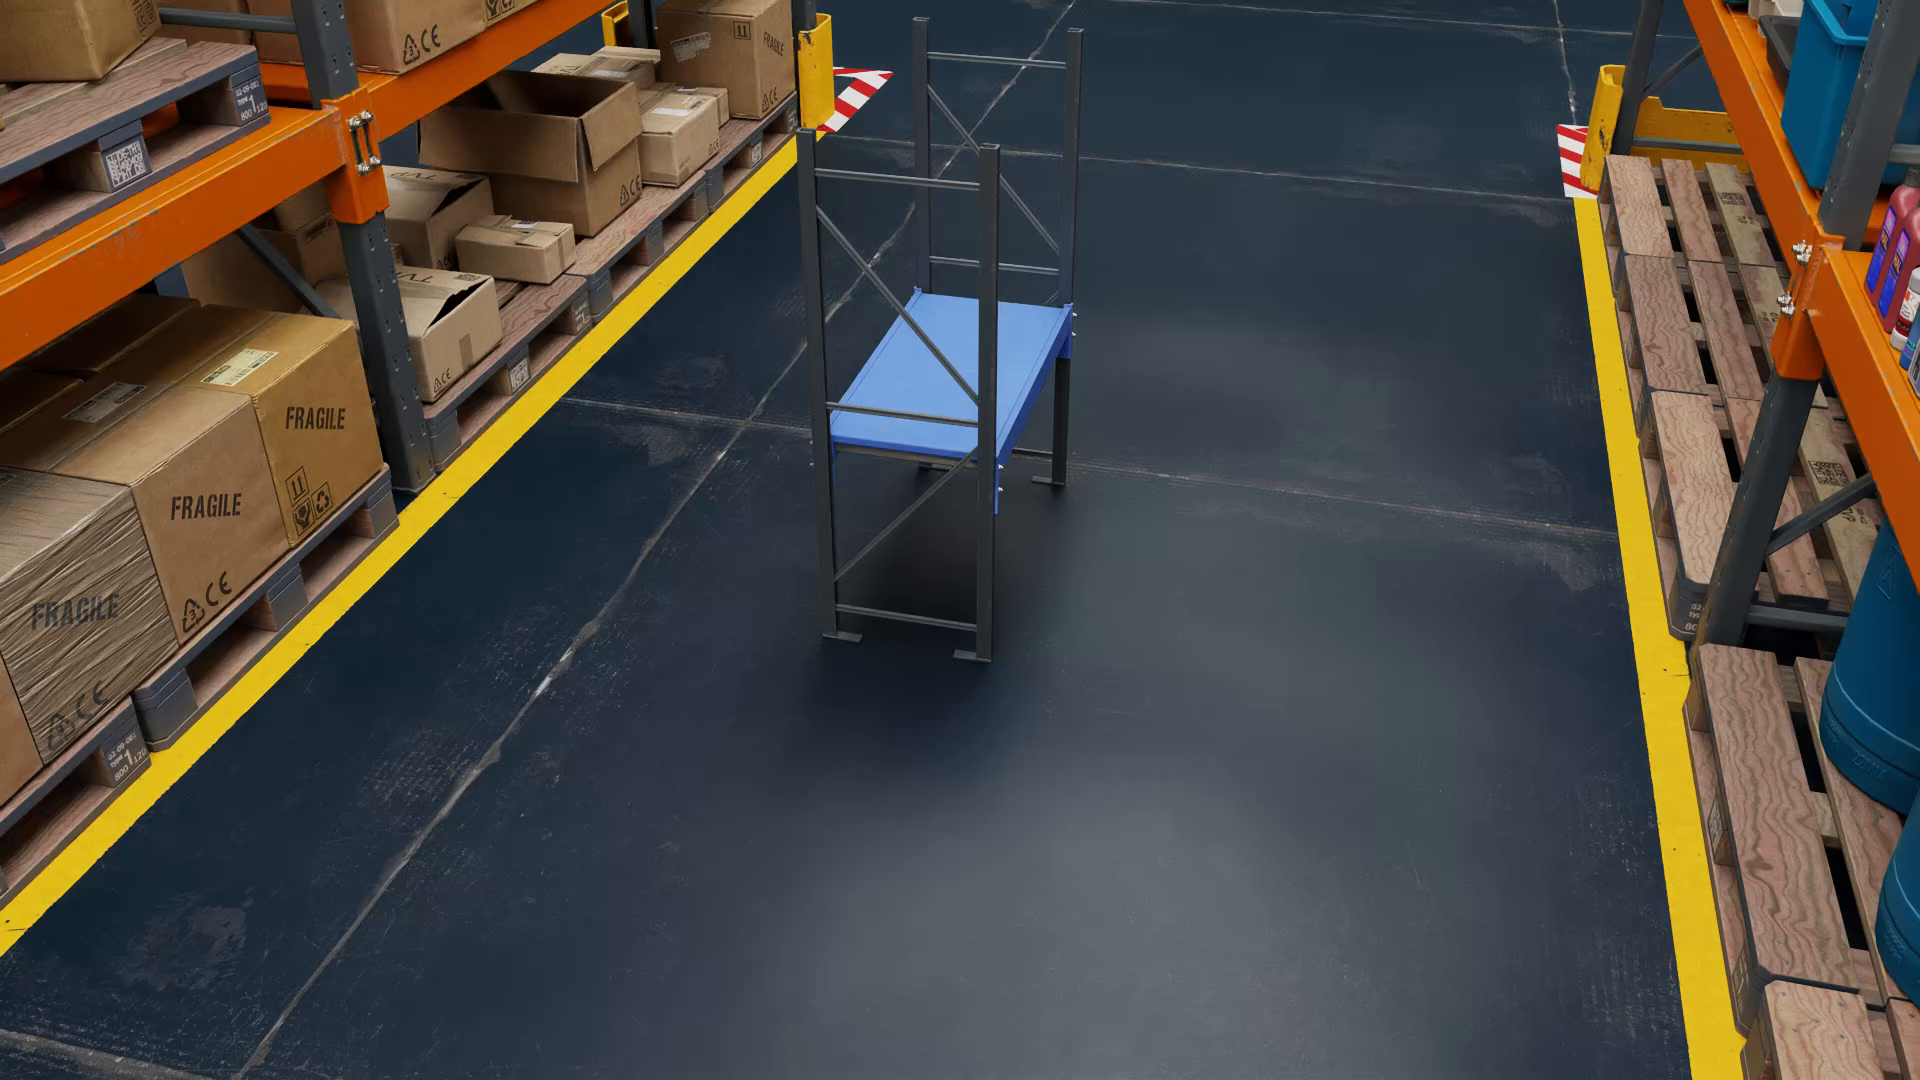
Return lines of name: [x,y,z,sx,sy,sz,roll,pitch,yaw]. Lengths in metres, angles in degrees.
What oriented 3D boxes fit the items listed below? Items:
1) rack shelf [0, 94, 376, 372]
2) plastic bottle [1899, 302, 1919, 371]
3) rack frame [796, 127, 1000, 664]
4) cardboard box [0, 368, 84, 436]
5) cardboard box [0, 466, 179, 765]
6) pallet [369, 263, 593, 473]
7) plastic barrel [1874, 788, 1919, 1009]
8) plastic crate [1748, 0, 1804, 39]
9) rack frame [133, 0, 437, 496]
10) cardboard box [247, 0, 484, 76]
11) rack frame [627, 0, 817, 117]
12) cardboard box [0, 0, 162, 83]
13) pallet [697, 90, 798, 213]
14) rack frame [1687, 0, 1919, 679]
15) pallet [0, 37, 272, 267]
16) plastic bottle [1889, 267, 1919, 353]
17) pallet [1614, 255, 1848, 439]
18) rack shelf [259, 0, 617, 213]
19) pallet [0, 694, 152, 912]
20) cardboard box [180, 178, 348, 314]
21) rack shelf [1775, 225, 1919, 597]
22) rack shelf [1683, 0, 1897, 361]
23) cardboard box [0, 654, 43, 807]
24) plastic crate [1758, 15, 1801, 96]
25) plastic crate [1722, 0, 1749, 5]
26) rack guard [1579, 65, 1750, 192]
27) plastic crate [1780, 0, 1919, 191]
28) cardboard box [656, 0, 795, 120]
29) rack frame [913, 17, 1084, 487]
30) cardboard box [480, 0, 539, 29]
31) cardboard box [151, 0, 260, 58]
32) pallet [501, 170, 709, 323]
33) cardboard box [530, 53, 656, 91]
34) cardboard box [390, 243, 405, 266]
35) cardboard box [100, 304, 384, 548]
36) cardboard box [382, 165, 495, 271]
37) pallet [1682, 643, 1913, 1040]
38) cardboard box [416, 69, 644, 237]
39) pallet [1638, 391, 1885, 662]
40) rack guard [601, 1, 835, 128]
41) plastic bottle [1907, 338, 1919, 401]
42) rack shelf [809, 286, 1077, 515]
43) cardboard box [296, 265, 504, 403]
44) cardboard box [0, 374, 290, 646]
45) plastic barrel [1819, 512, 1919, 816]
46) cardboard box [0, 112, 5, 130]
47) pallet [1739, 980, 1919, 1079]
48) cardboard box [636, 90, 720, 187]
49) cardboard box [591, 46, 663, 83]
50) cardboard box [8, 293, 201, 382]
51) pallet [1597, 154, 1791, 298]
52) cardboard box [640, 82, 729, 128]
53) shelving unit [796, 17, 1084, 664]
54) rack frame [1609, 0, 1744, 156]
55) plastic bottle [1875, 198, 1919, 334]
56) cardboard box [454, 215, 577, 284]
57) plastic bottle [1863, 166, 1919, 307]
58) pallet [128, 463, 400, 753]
rack shelf: [-2.761,-0.169,3.391,1.077,0.370,4.000,8,33,12]
plastic bottle: [1.961,-0.466,3.307,0.097,0.271,0.097,0,32,0]
rack frame: [-0.151,-0.325,4.363,0.500,1.500,0.032,8,33,12]
cardboard box: [-2.737,-0.145,4.603,0.500,0.500,0.500,8,33,13]
cardboard box: [-2.363,0.169,4.108,0.500,0.500,0.500,8,33,13]
pallet: [-2.078,-0.690,6.139,1.003,0.211,1.213,8,33,12]
plastic barrel: [2.203,0.521,3.198,0.600,0.901,0.708,8,33,12]
plastic crate: [2.688,-1.693,5.307,0.293,0.136,0.466,8,33,12]
rack frame: [-2.254,-1.511,4.830,1.000,3.000,0.127,8,33,12]
cardboard box: [-1.861,-1.780,5.161,0.500,0.500,0.500,9,34,14]
rack frame: [-1.238,-3.586,8.096,1.000,3.000,0.127,8,33,12]
cardboard box: [-2.590,-1.515,4.352,0.700,0.500,0.500,-3,33,-4]
pallet: [-1.459,-1.956,8.131,1.003,0.211,1.213,8,33,12]
rack frame: [2.537,-0.834,3.767,1.000,3.000,0.127,8,33,12]
pallet: [-2.562,-1.030,4.253,1.003,0.211,1.213,8,33,12]
plastic bottle: [1.986,-0.487,3.405,0.097,0.201,0.097,0,32,0]
pallet: [2.993,-0.680,6.122,1.003,0.211,1.213,8,33,12]
rack shelf: [-1.746,-2.245,6.656,1.077,0.370,4.000,8,33,12]
pallet: [-2.731,0.728,3.907,1.003,0.211,1.213,8,33,12]
cardboard box: [-2.383,-0.976,5.909,0.500,0.500,0.500,8,33,12]
rack shelf: [2.029,0.507,2.327,1.077,0.370,4.000,8,33,12]
rack shelf: [3.044,-1.569,5.592,1.077,0.370,4.000,8,33,12]
cardboard box: [-2.490,0.433,3.692,0.500,0.500,0.500,7,33,11]
plastic crate: [2.561,-1.361,4.795,0.437,0.125,0.590,8,33,12]
plastic crate: [2.760,-1.942,5.610,0.416,0.233,0.300,8,33,12]
rack guard: [3.545,-1.869,7.725,1.175,0.500,0.348,8,33,12]
plastic crate: [2.325,-1.142,4.209,0.392,0.384,0.575,8,33,12]
cardboard box: [-1.138,-2.401,8.152,0.500,0.500,0.500,8,33,12]
rack frame: [0.107,-0.852,5.193,0.500,1.500,0.032,8,33,12]
cardboard box: [-1.734,-2.046,5.580,0.500,0.500,0.500,9,33,13]
cardboard box: [-2.375,-1.847,5.267,0.500,0.500,0.500,9,33,13]
pallet: [-1.771,-1.325,7.138,1.003,0.211,1.213,8,33,12]
cardboard box: [-1.778,-2.109,7.924,0.500,0.250,0.500,8,33,12]
cardboard box: [-2.346,-1.030,6.322,0.380,0.149,0.250,8,33,12]
cardboard box: [-2.102,-0.346,4.919,0.500,0.500,0.500,8,33,12]
cardboard box: [-2.193,-1.285,6.572,0.500,0.311,0.500,8,33,12]
pallet: [2.301,0.737,3.894,1.003,0.211,1.213,8,33,12]
cardboard box: [-1.782,-1.618,6.917,0.797,0.503,0.637,8,33,12]
pallet: [2.686,-0.044,5.123,1.003,0.211,1.213,8,33,12]
rack guard: [-1.258,-2.492,8.704,1.175,0.500,0.348,8,33,12]
plastic bottle: [1.958,-0.404,3.205,0.152,0.276,0.135,8,33,12]
rack shelf: [-0.022,-0.437,4.875,0.538,0.185,1.000,8,33,12]
cardboard box: [-1.938,-0.750,5.730,0.500,0.311,0.500,8,33,12]
cardboard box: [-2.235,-0.091,4.517,0.500,0.500,0.500,8,33,13]
plastic barrel: [2.382,0.154,3.776,0.600,0.901,0.708,8,33,12]
cardboard box: [-2.703,-1.149,3.777,0.700,0.500,0.500,13,35,20]
pallet: [1.993,1.372,2.895,1.003,0.211,1.213,8,33,12]
cardboard box: [-1.408,-1.807,7.450,0.500,0.250,0.500,8,33,12]
cardboard box: [-1.677,-2.398,8.474,0.380,0.149,0.250,8,33,12]
cardboard box: [-2.612,-0.424,5.040,0.500,0.500,0.500,7,33,10]
pallet: [3.305,-1.311,7.115,1.003,0.211,1.213,8,33,12]
cardboard box: [-1.328,-2.063,7.930,0.380,0.166,0.250,8,33,12]
shelving unit: [-0.022,-0.589,4.778,0.538,1.500,1.048,8,33,12]
rack frame: [3.552,-2.910,7.032,1.000,3.000,0.127,8,33,12]
plastic bottle: [1.997,-0.584,3.481,0.061,0.283,0.133,8,33,12]
cardboard box: [-1.728,-1.139,6.477,0.380,0.166,0.250,8,33,12]
plastic bottle: [2.031,-0.653,3.590,0.061,0.283,0.133,8,33,12]
pallet: [-2.423,0.093,4.906,1.003,0.211,1.213,8,33,12]
